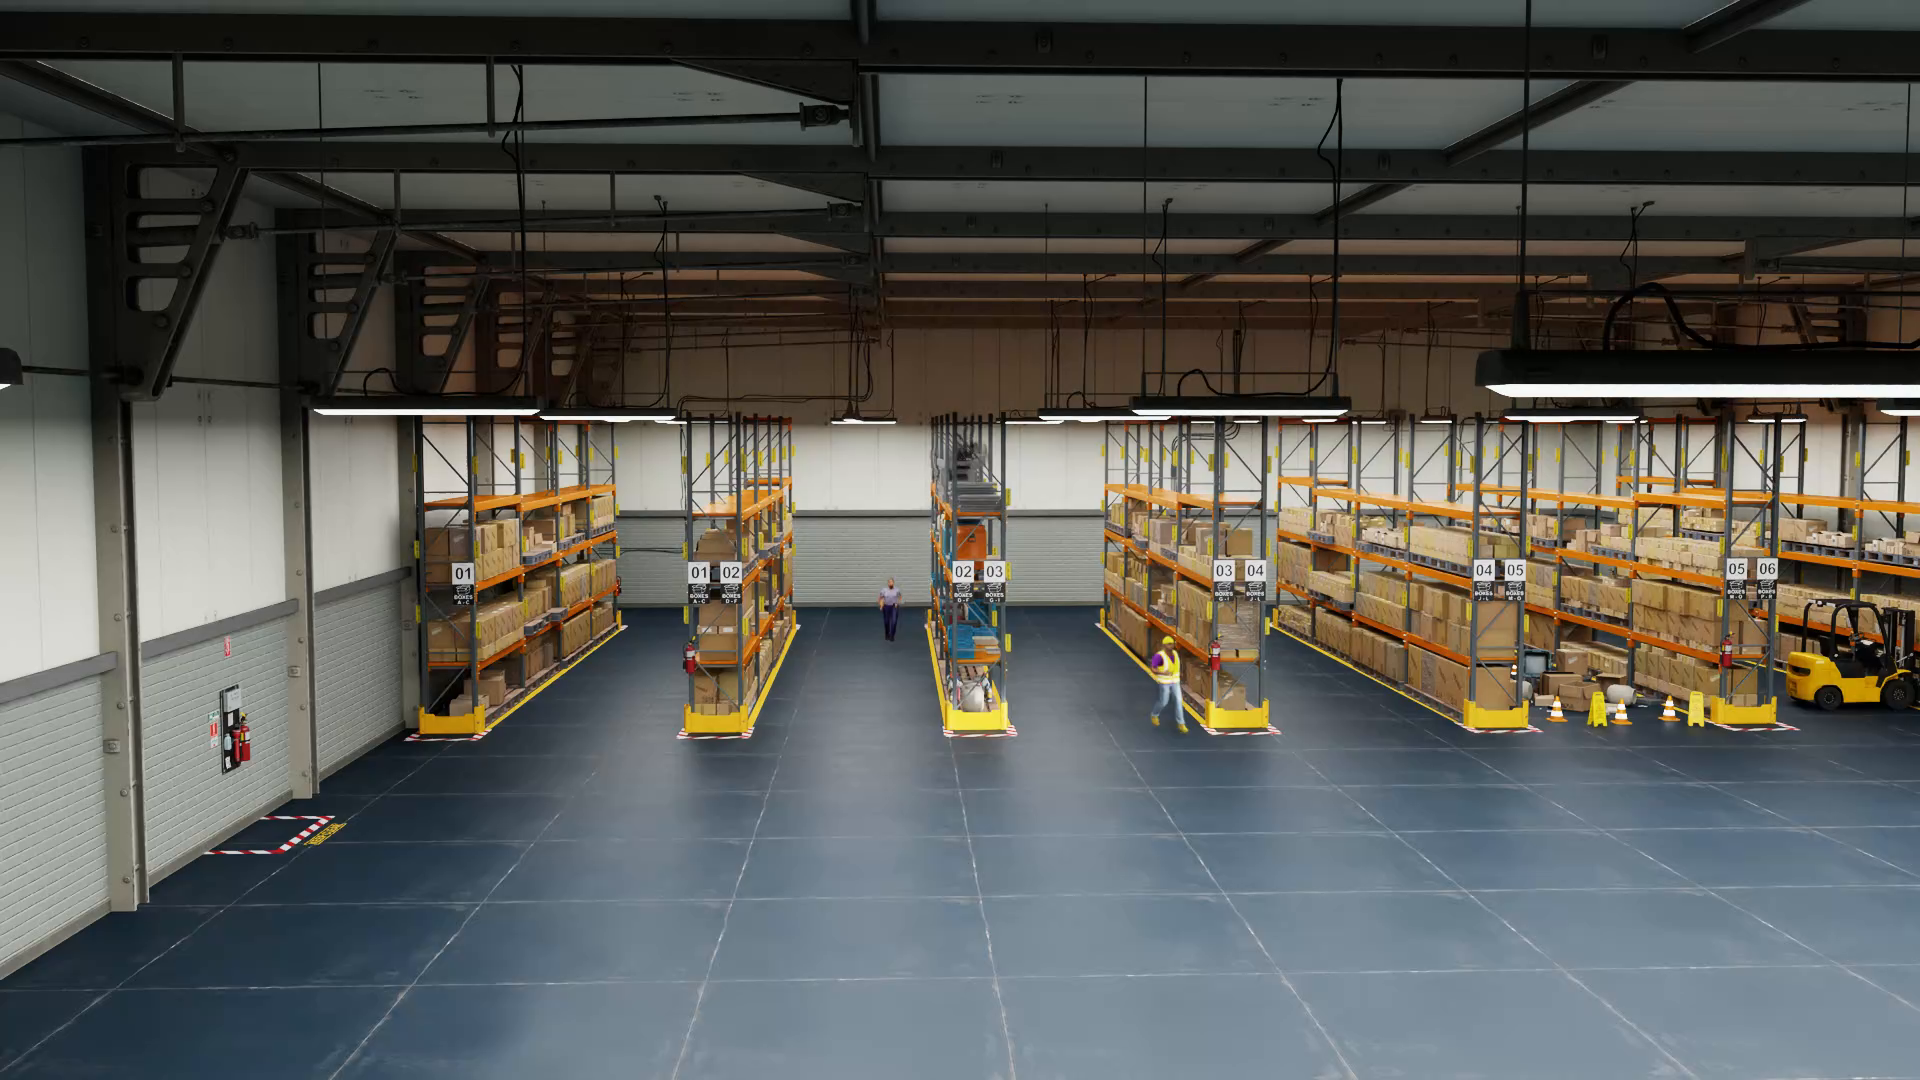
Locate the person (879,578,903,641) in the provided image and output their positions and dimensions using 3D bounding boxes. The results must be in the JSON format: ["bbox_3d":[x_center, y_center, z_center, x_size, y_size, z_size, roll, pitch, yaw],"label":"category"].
[{"bbox_3d":[-1.761,1.772,42.312,0.615,1.594,0.503,0,4,-3],"label":"person"}]

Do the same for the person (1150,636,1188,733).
[{"bbox_3d":[3.902,2.696,31.323,0.756,1.787,0.933,-2,4,-30],"label":"person"}]
